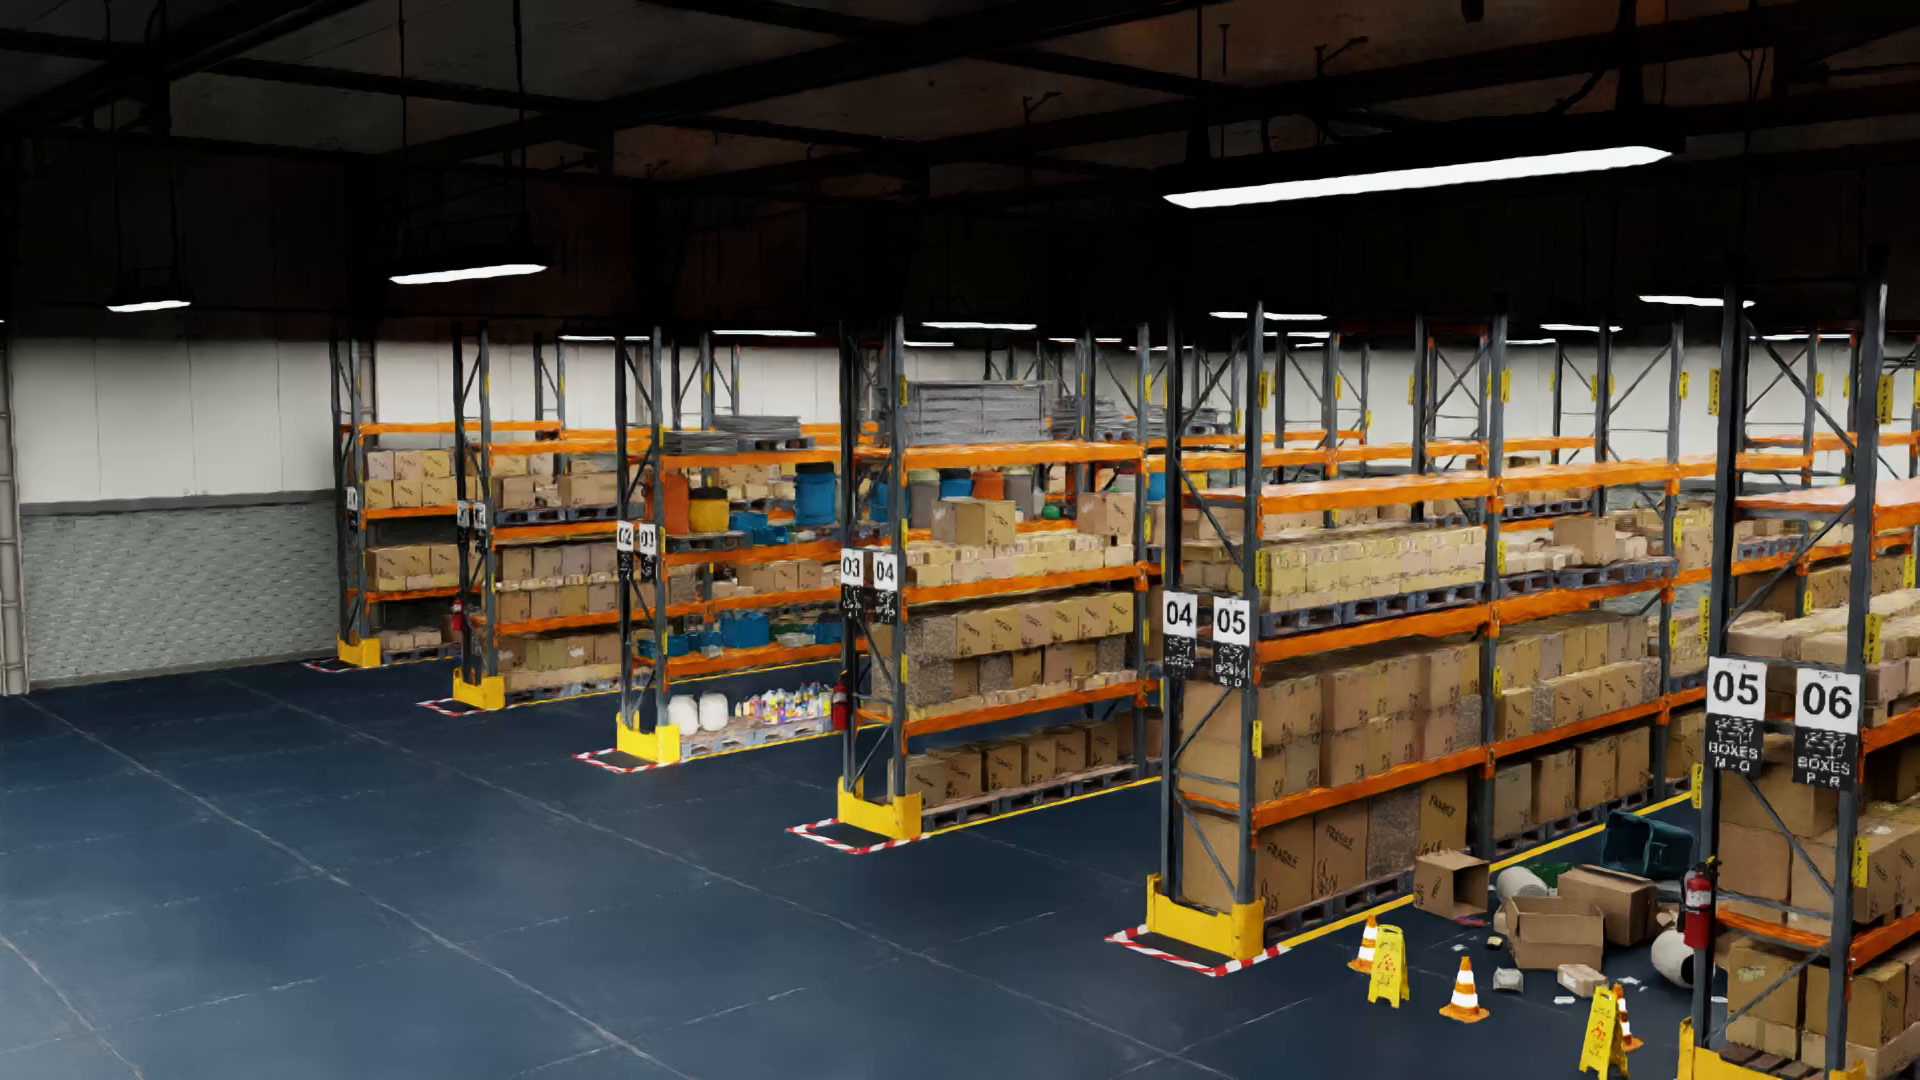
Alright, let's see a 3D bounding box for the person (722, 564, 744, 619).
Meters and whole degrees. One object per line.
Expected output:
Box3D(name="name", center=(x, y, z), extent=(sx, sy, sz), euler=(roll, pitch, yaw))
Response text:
Box3D(name="person", center=(-4.278, 1.249, 31.504), extent=(0.512, 1.632, 0.639), euler=(-5, 8, -44))
